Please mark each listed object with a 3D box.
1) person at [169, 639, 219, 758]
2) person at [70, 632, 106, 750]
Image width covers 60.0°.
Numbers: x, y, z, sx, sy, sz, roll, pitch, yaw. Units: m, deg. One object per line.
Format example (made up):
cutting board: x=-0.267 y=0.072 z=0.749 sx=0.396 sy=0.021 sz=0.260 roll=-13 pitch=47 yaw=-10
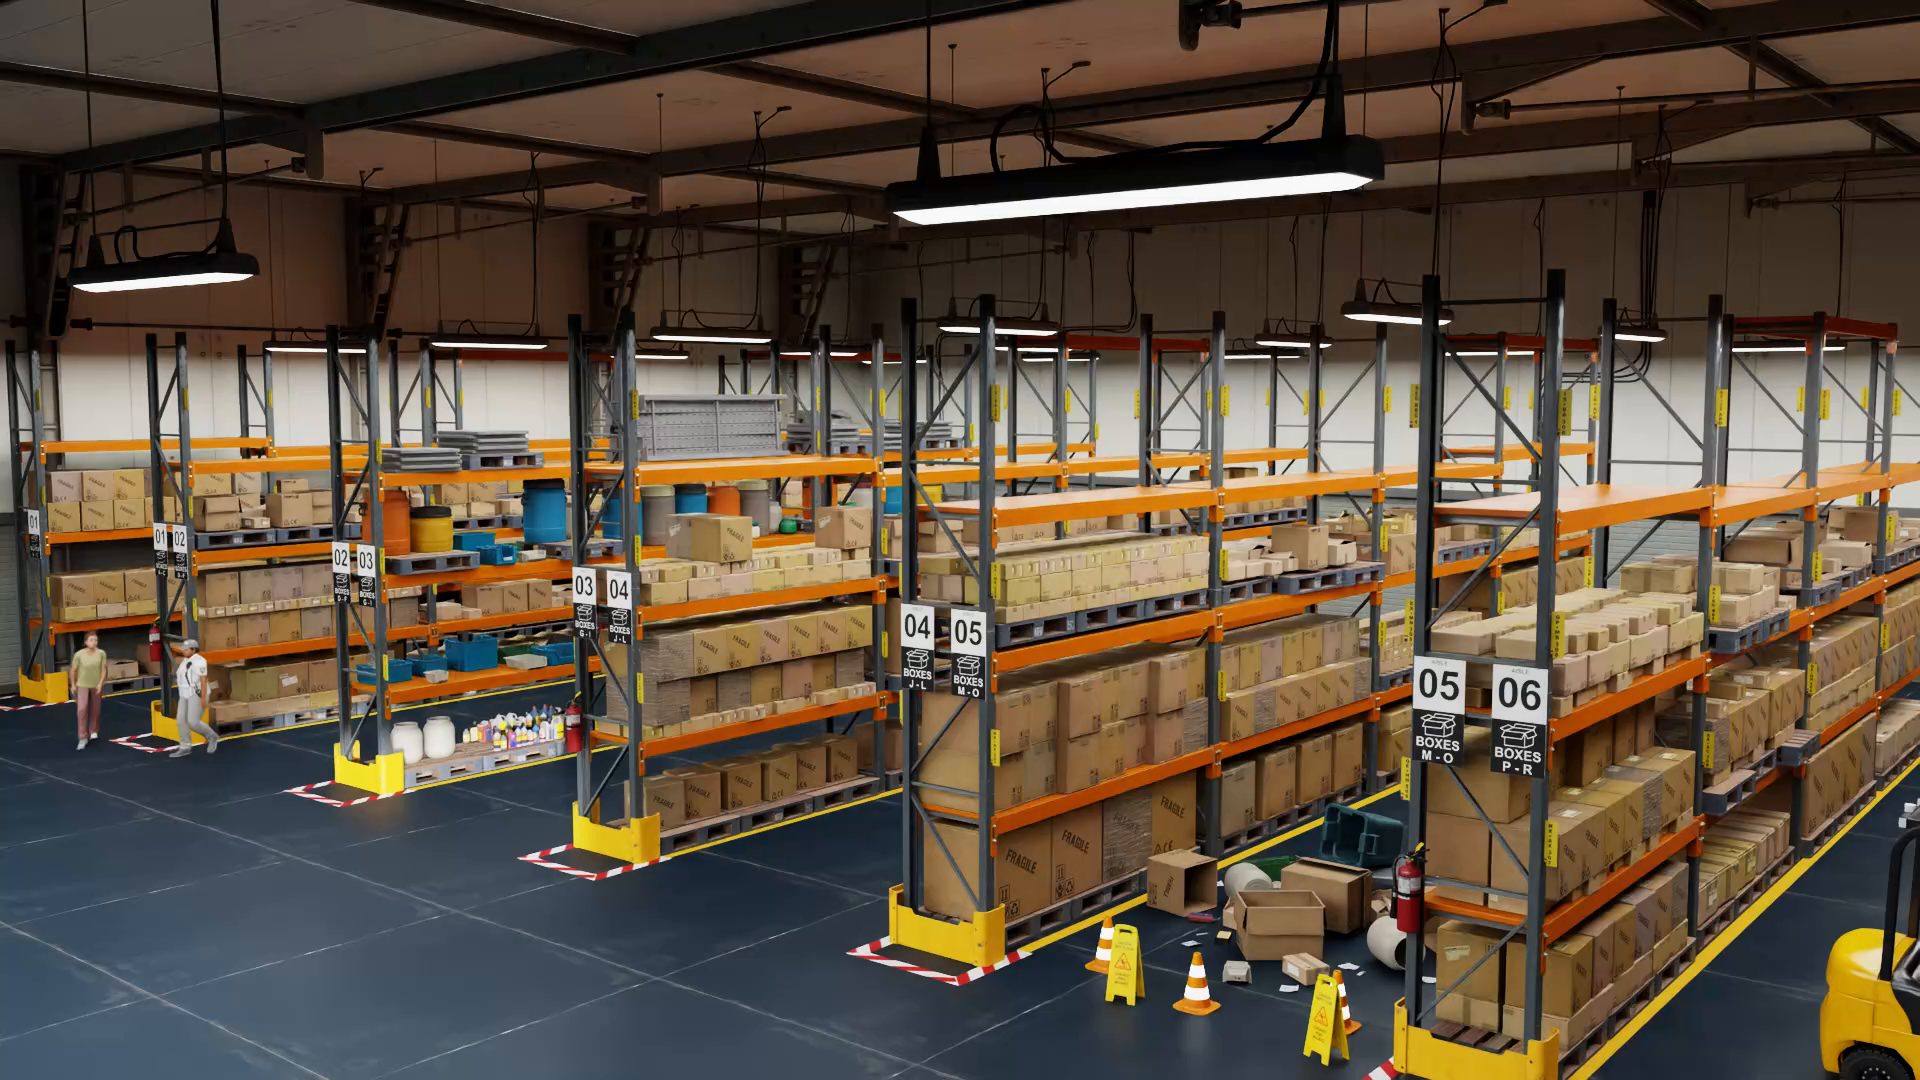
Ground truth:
person: x=-10.841 y=2.224 z=23.473 sx=0.543 sy=1.663 sz=0.595 roll=4 pitch=6 yaw=36
person: x=-12.726 y=2.161 z=24.302 sx=0.479 sy=1.652 sz=0.859 roll=-3 pitch=6 yaw=-28
